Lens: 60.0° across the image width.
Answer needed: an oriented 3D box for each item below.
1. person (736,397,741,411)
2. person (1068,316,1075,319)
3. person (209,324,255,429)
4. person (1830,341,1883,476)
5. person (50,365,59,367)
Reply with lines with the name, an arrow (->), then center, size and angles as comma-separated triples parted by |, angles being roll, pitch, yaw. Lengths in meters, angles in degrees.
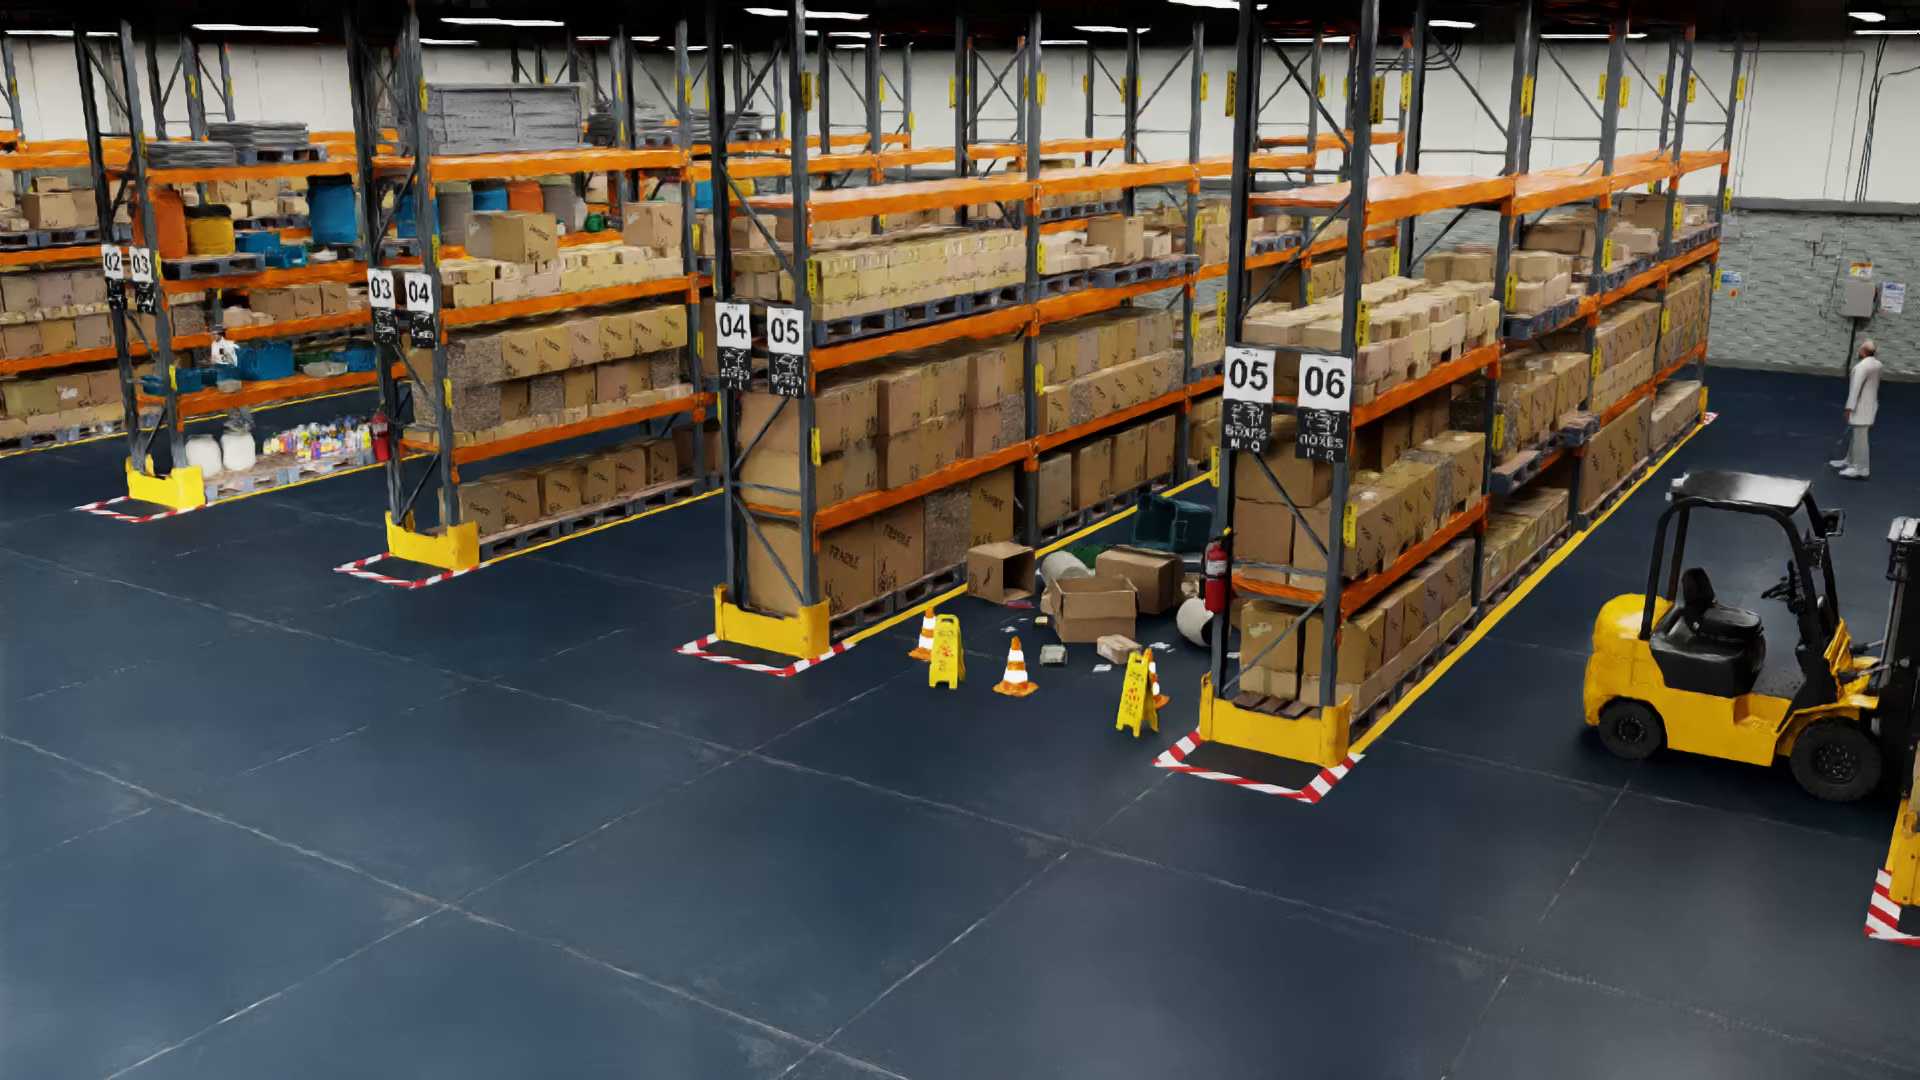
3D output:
person -> -3.296, -2.488, 25.062 | 0.523, 1.651, 0.468 | -8, 17, -26
person -> 1.726, -2.681, 25.836 | 0.511, 1.592, 0.526 | -8, 18, -28
person -> -11.027, -2.474, 25.109 | 0.637, 1.628, 0.512 | 9, 18, 29
person -> 12.019, -1.782, 22.245 | 0.657, 1.775, 0.604 | -13, 20, -39
person -> -14.971, -3.163, 27.404 | 0.708, 1.703, 0.842 | 4, 16, 15
